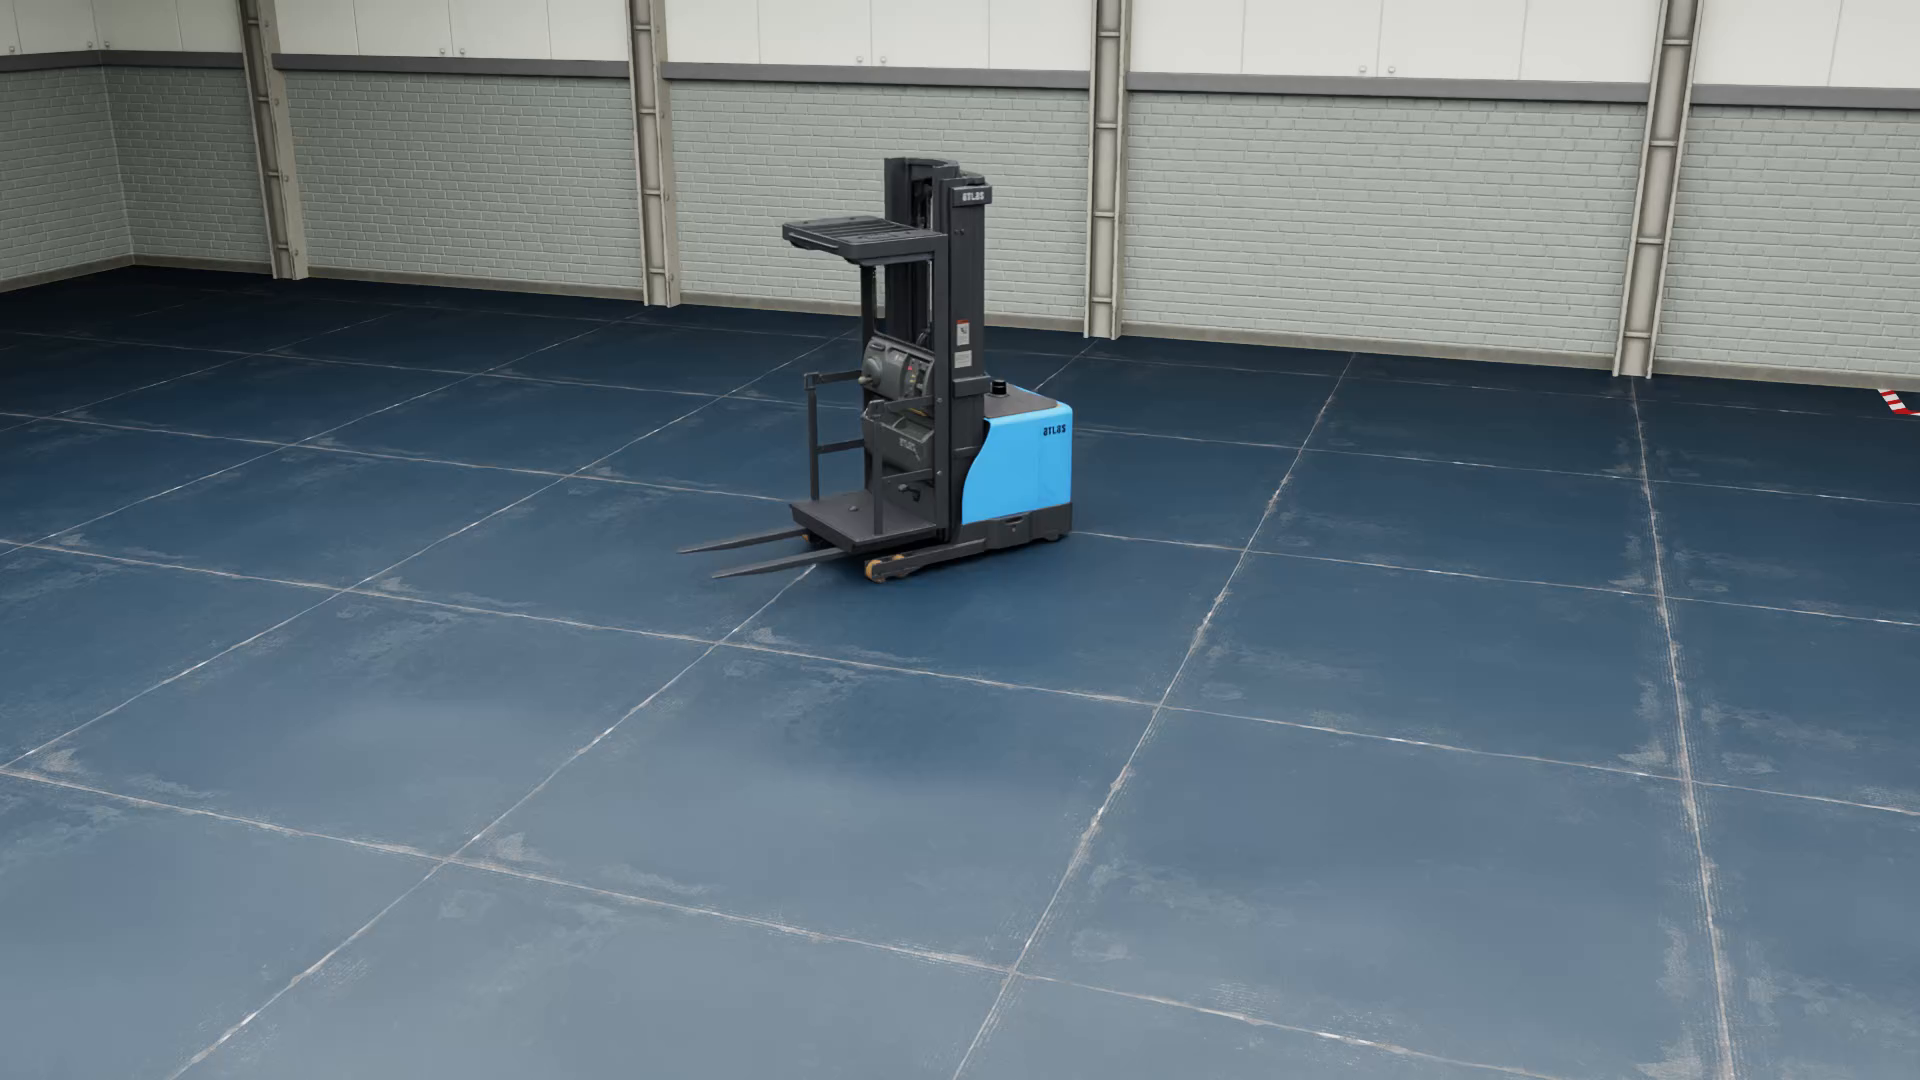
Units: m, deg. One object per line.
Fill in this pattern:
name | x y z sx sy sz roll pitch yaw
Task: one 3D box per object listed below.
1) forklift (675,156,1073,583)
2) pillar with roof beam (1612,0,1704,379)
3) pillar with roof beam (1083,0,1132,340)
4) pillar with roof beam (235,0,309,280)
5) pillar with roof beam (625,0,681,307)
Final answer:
forklift | -0.635 -1.270 12.267 3.031 2.935 1.130 -12 22 -31
pillar with roof beam | 5.985 -4.739 12.999 0.400 9.000 9.100 7 20 18
pillar with roof beam | 0.317 -5.387 14.859 0.400 9.000 9.100 7 20 18
pillar with roof beam | -11.019 -6.683 18.577 0.400 9.000 9.100 7 20 18
pillar with roof beam | -5.351 -6.035 16.718 0.400 9.000 9.100 7 20 18
